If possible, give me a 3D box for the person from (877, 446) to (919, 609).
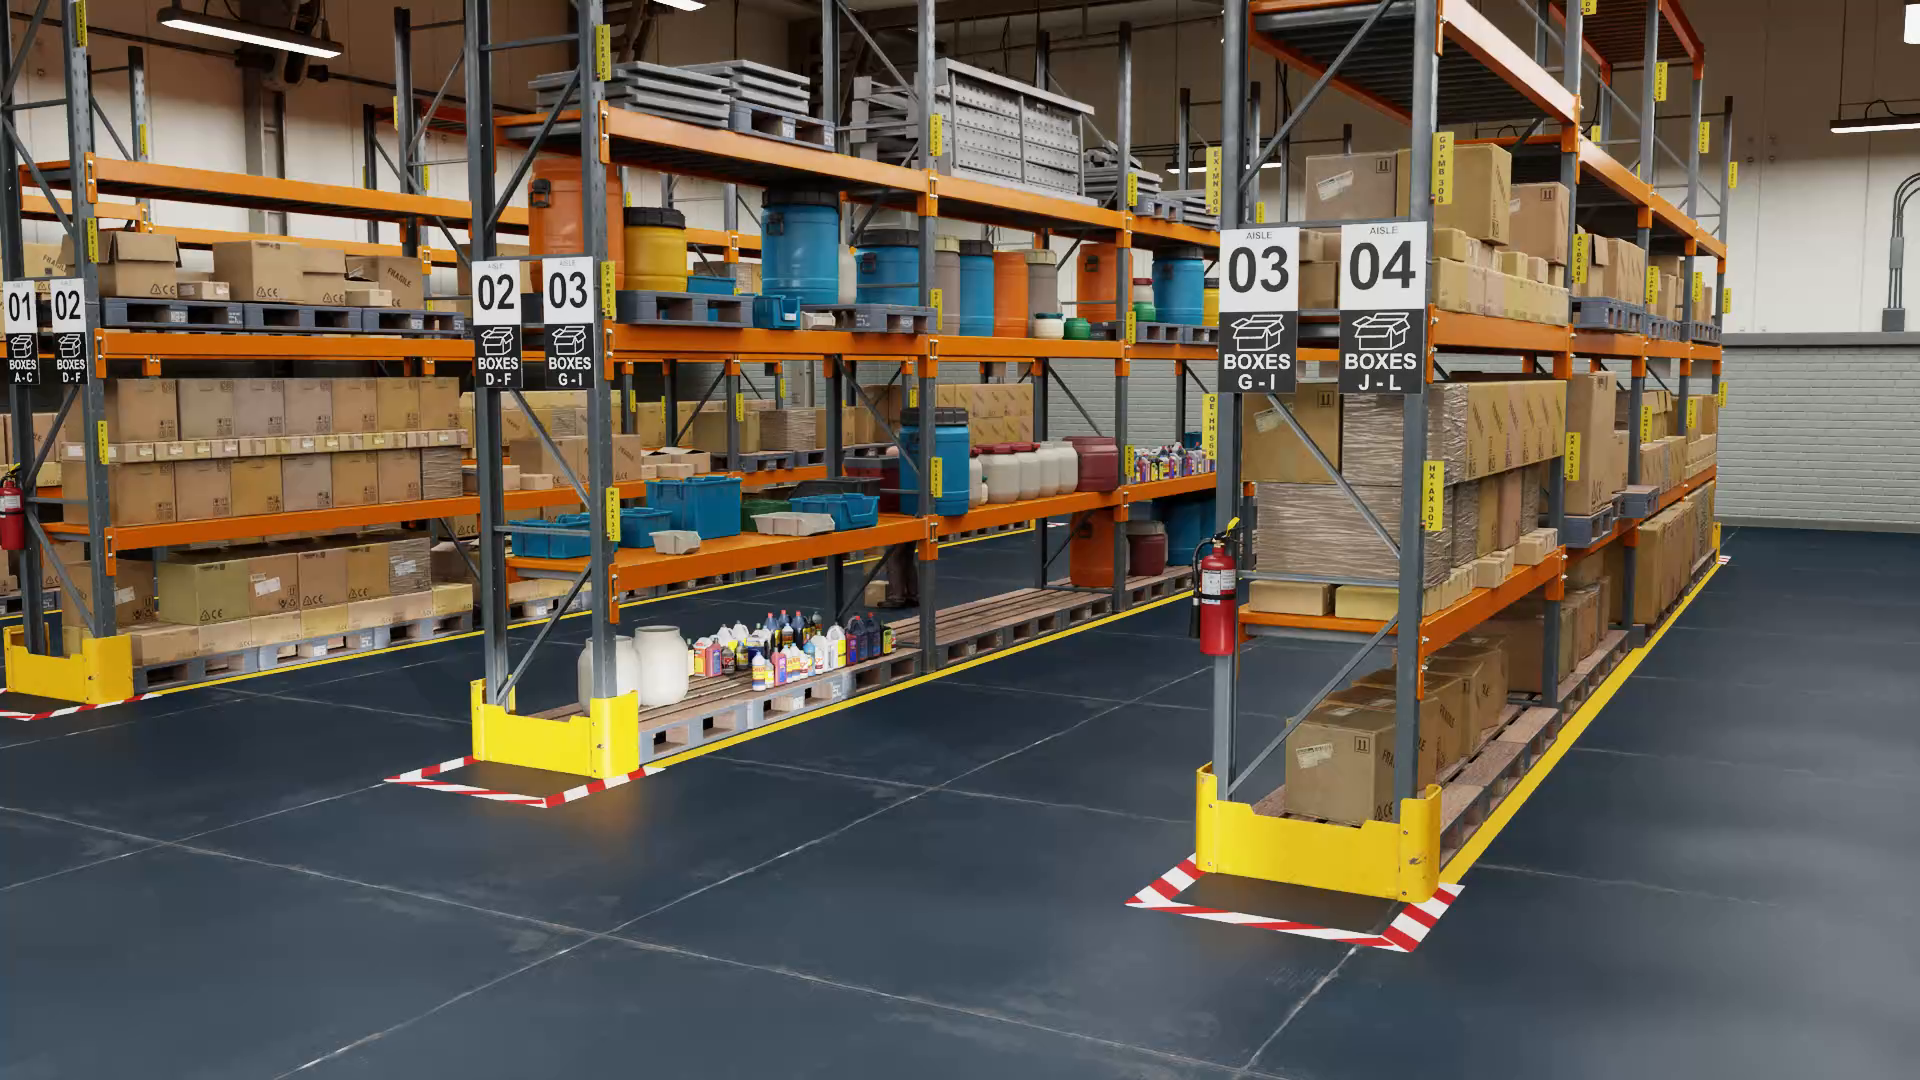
[{"bbox_3d":[-0.625,-0.139,17.636,0.475,1.720,0.589,3,6,25],"label":"person"}]
